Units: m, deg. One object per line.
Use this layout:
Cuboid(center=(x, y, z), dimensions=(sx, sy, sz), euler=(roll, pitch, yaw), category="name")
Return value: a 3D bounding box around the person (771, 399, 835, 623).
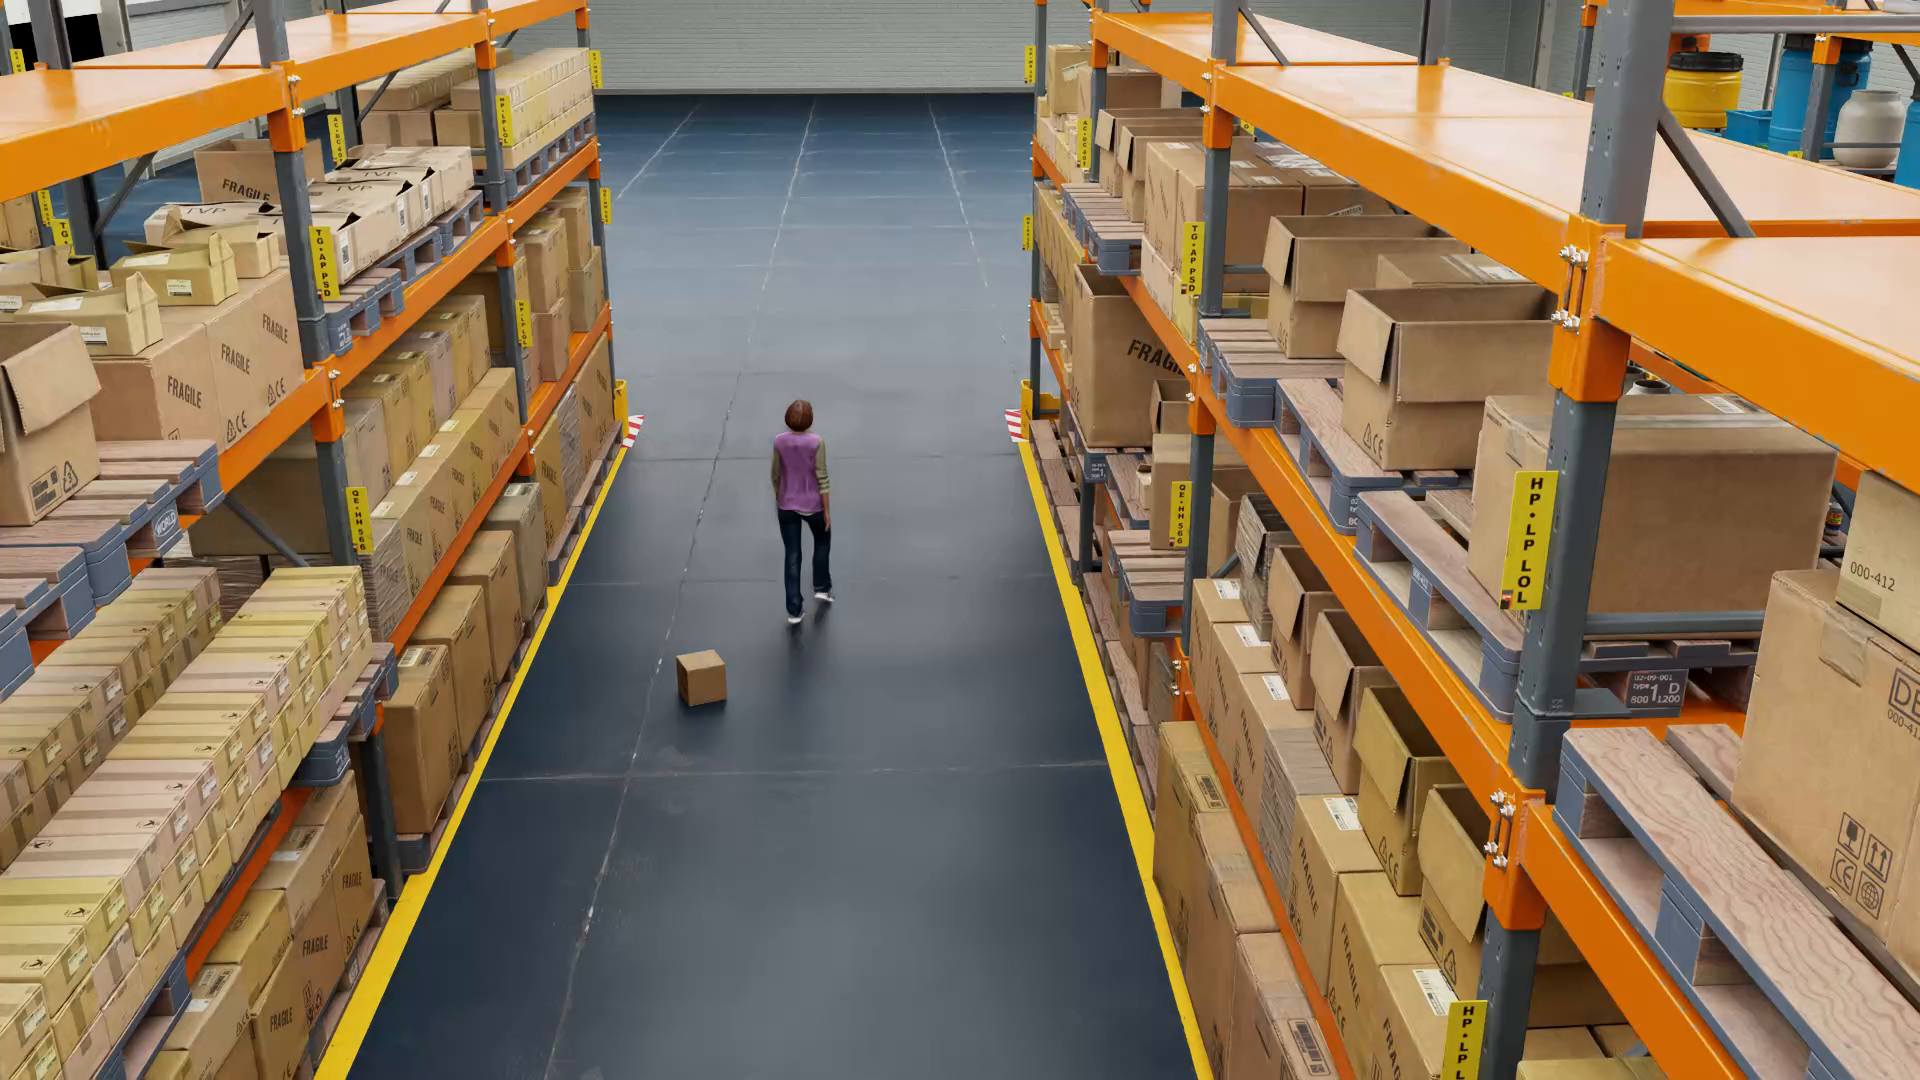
Cuboid(center=(-1.107, -0.211, 11.677), dimensions=(0.439, 1.635, 0.680), euler=(2, 21, 6), category="person")
